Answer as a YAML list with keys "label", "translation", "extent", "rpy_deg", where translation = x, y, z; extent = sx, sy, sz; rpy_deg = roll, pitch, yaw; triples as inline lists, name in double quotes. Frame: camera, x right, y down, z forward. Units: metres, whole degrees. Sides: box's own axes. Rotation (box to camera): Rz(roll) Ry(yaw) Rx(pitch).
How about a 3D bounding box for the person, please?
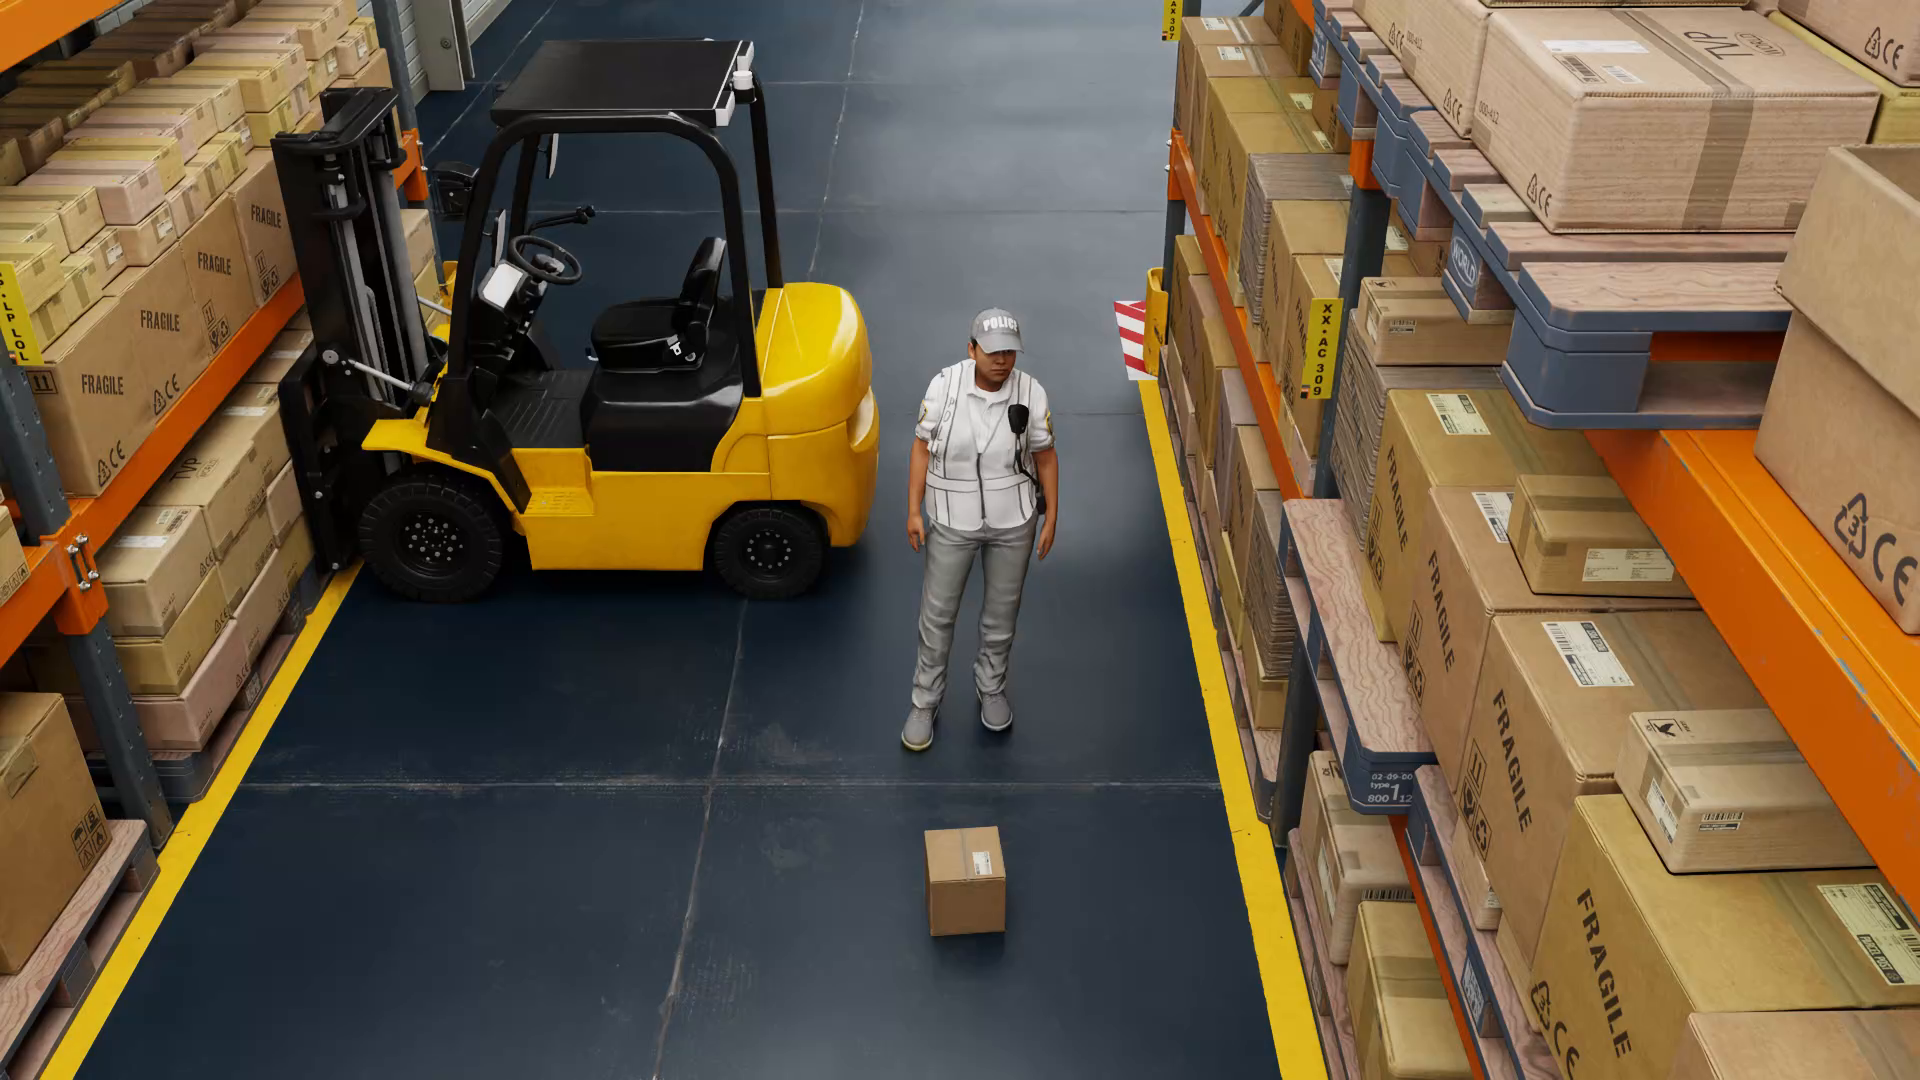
- label: "person"
  translation: [0.068, -0.034, 6.168]
  extent: [0.598, 1.670, 0.529]
  rpy_deg: [-1, 32, -1]
